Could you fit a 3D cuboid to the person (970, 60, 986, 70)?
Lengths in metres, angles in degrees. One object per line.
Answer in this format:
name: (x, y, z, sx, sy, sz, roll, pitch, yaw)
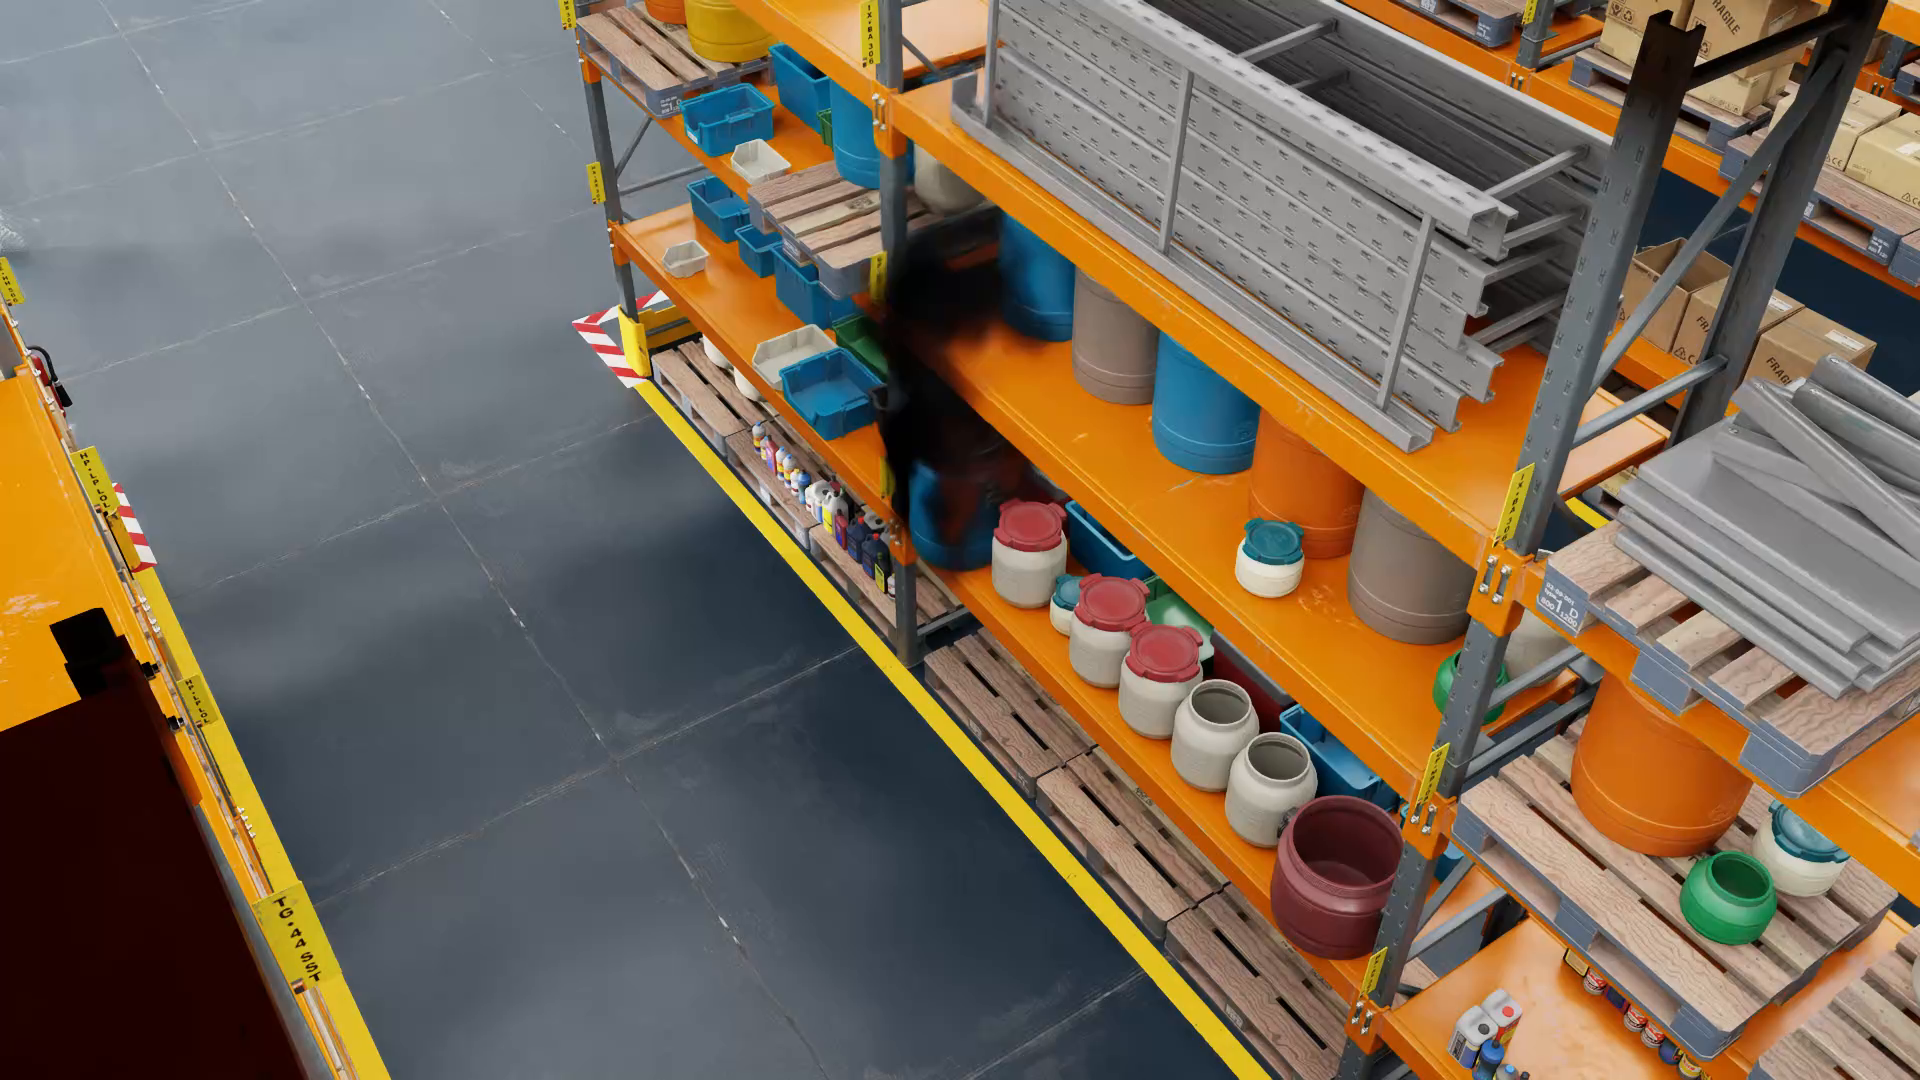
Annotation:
person: (0.206, -4.905, 15.927, 0.830, 1.602, 0.681, 1, 43, 1)
